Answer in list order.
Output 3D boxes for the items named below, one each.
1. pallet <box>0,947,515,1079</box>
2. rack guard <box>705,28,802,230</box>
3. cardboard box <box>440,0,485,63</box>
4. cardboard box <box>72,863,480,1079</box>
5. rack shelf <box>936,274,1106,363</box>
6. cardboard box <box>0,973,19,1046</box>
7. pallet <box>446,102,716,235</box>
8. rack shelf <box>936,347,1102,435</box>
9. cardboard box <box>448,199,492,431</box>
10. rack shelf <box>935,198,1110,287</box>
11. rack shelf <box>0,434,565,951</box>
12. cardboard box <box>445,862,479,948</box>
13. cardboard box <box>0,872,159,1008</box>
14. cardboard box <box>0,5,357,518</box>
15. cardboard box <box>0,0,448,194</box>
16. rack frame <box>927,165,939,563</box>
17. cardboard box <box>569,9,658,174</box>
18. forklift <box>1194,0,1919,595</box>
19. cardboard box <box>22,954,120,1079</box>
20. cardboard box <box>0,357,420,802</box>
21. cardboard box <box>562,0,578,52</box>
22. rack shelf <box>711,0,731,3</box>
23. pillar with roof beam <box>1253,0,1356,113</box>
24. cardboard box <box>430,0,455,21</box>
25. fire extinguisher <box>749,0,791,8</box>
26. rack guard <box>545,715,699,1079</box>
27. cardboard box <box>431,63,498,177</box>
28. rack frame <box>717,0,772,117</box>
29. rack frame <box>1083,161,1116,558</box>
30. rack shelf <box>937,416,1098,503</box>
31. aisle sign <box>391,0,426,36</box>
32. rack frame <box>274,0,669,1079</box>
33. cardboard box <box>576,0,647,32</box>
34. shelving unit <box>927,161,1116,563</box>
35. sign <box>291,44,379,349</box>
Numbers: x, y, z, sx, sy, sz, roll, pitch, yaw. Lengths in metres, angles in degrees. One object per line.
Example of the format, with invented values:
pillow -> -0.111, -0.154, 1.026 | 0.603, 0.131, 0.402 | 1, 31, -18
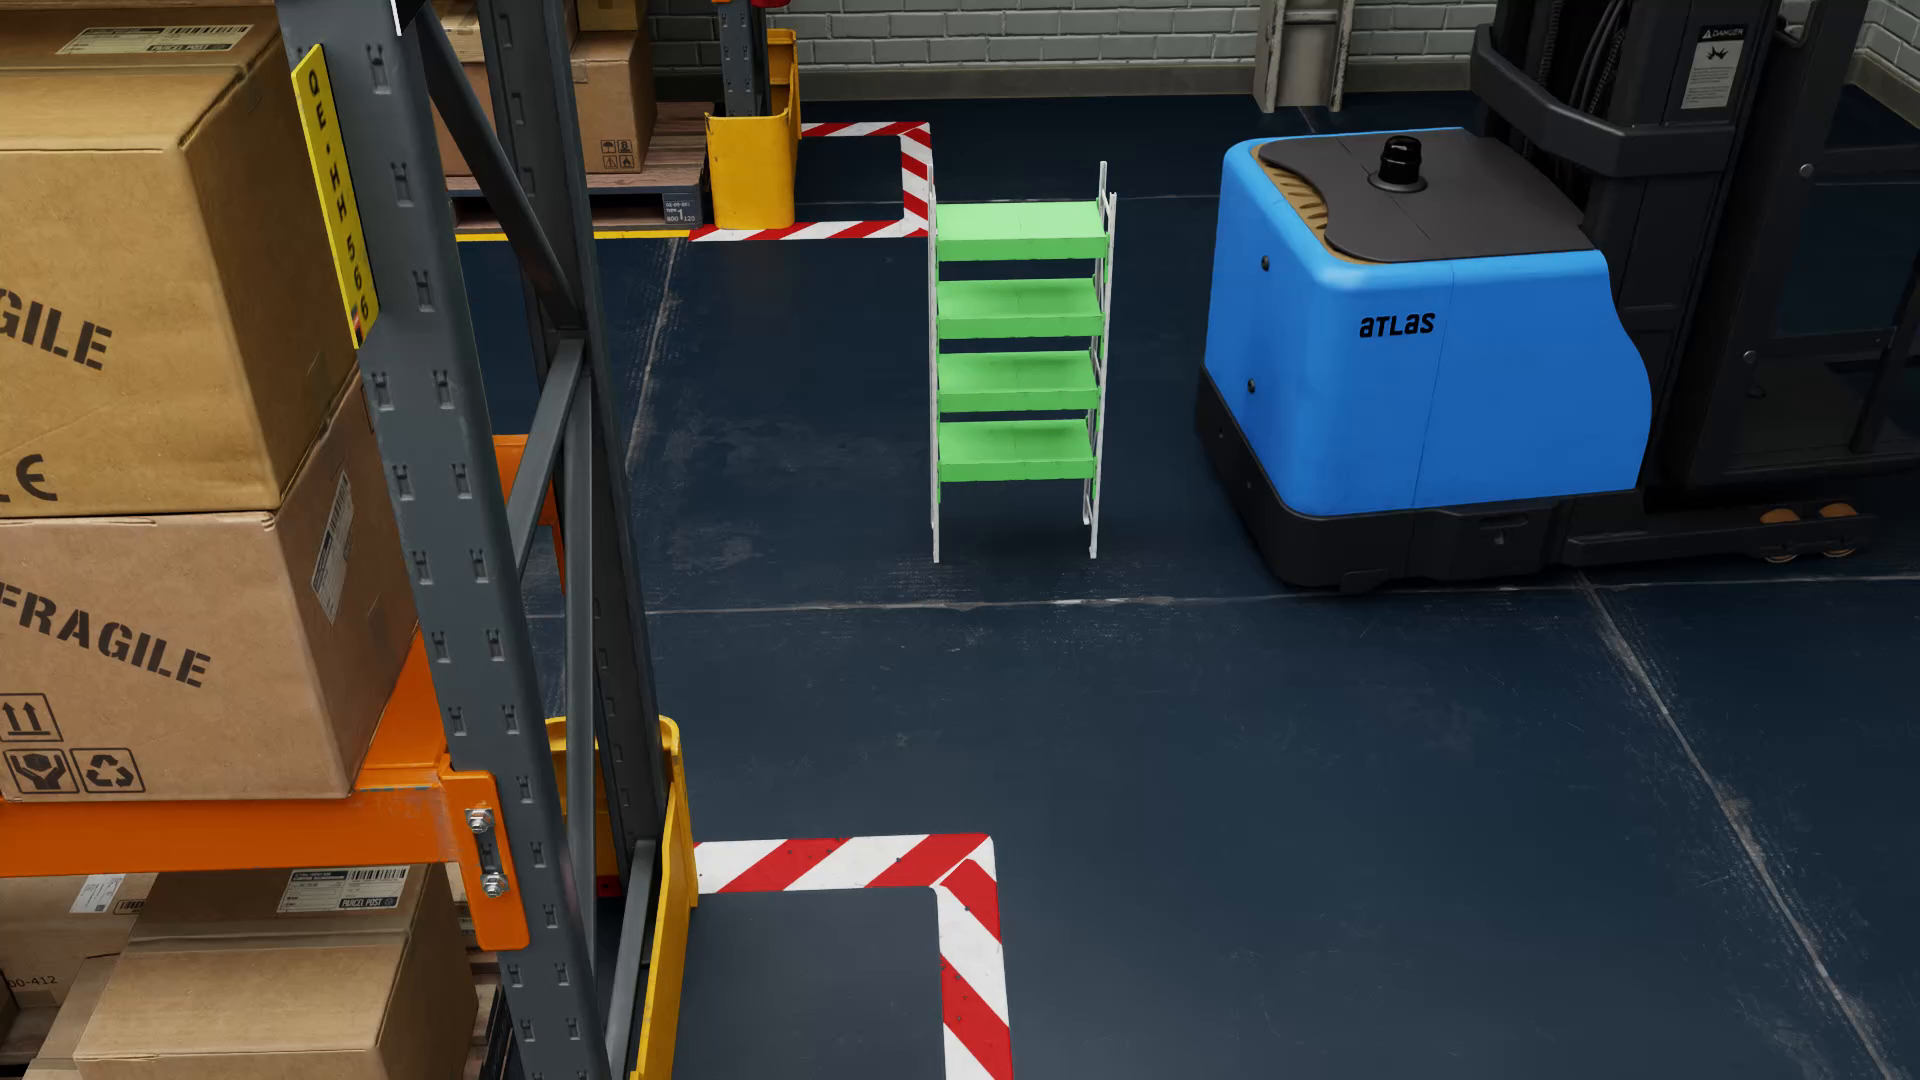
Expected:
pallet -> -1.577, 1.080, 3.504 | 1.213, 0.211, 1.003 | -2, 35, -2
rack guard -> -0.919, -1.879, 7.526 | 0.348, 0.500, 1.175 | -2, 35, -2
cardboard box -> -2.013, -2.128, 6.946 | 0.250, 0.149, 0.380 | -1, 35, -1
cardboard box -> -1.236, 0.911, 3.108 | 0.500, 0.500, 0.500 | -2, 35, -2
rack shelf -> 0.165, -0.643, 4.815 | 0.480, 0.148, 0.258 | -2, 35, -2
cardboard box -> -2.187, 1.022, 3.167 | 0.500, 0.250, 0.500 | -2, 35, -2
pallet -> -1.738, -1.694, 7.512 | 1.213, 0.211, 1.003 | -2, 35, -2
rack shelf -> 0.165, -0.445, 4.951 | 0.480, 0.148, 0.258 | -2, 35, -2
cardboard box -> -1.161, -0.270, 2.916 | 0.500, 0.500, 0.500 | -1, 35, -1
rack shelf -> 0.165, -0.840, 4.678 | 0.480, 0.148, 0.258 | -2, 35, -2
rack shelf -> -2.703, 0.259, 2.872 | 4.000, 0.370, 1.077 | -2, 35, -2
cardboard box -> -1.140, 0.717, 3.697 | 0.250, 0.149, 0.380 | -2, 35, -2
cardboard box -> -1.761, 0.726, 3.595 | 0.500, 0.250, 0.500 | -2, 35, -2
cardboard box -> -1.137, -0.375, 2.189 | 0.500, 0.500, 0.500 | -2, 35, -3
cardboard box -> -1.161, -0.681, 2.632 | 0.500, 0.500, 0.500 | -1, 35, -1
rack frame -> -0.078, -0.491, 4.905 | 0.015, 1.200, 0.240 | -2, 35, -2
cardboard box -> -1.638, -1.976, 7.296 | 0.500, 0.500, 0.700 | -2, 35, -2
forklift -> 2.365, -1.427, 4.737 | 3.031, 2.935, 1.130 | -5, 35, -7
cardboard box -> -1.645, 1.008, 3.261 | 0.250, 0.166, 0.380 | -2, 35, -2
cardboard box -> -1.140, 0.035, 2.476 | 0.500, 0.500, 0.500 | -1, 35, -1
cardboard box -> -1.757, -2.135, 6.957 | 0.250, 0.149, 0.380 | -2, 35, -3
rack shelf -> -2.941, -2.557, 6.941 | 4.000, 0.370, 1.077 | -2, 35, -2
pillar with roof beam -> 1.917, -3.491, 2.386 | 0.400, 9.000, 9.100 | -2, 35, -2
cardboard box -> -2.278, -2.339, 7.251 | 0.250, 0.149, 0.380 | -1, 35, -2
fire extinguisher -> -0.771, -2.463, 6.569 | 0.183, 0.674, 0.296 | -2, 35, -2
rack guard -> -0.781, 0.939, 3.454 | 0.348, 0.500, 1.175 | -2, 35, -2
cardboard box -> -2.138, -1.962, 7.277 | 0.500, 0.500, 0.700 | -2, 35, -2
rack frame -> -0.943, -2.906, 6.814 | 0.127, 3.000, 1.000 | -2, 35, -2
rack frame -> 0.409, -0.504, 4.924 | 0.015, 1.200, 0.240 | -2, 35, -2
rack shelf -> 0.165, -0.248, 5.088 | 0.480, 0.148, 0.258 | -2, 35, -2
aisle sign -> -0.622, -0.987, 1.756 | 0.004, 0.787, 0.394 | -2, 35, -2
rack frame -> -0.705, -0.091, 2.745 | 0.127, 3.000, 1.000 | -2, 35, -2
cardboard box -> -1.522, -2.359, 7.281 | 0.250, 0.149, 0.380 | -1, 35, -2
shelving unit -> 0.165, -0.498, 4.915 | 0.503, 1.200, 0.258 | -2, 35, -2
sign -> -0.699, -0.381, 1.869 | 0.005, 0.325, 0.100 | -2, 35, -2
